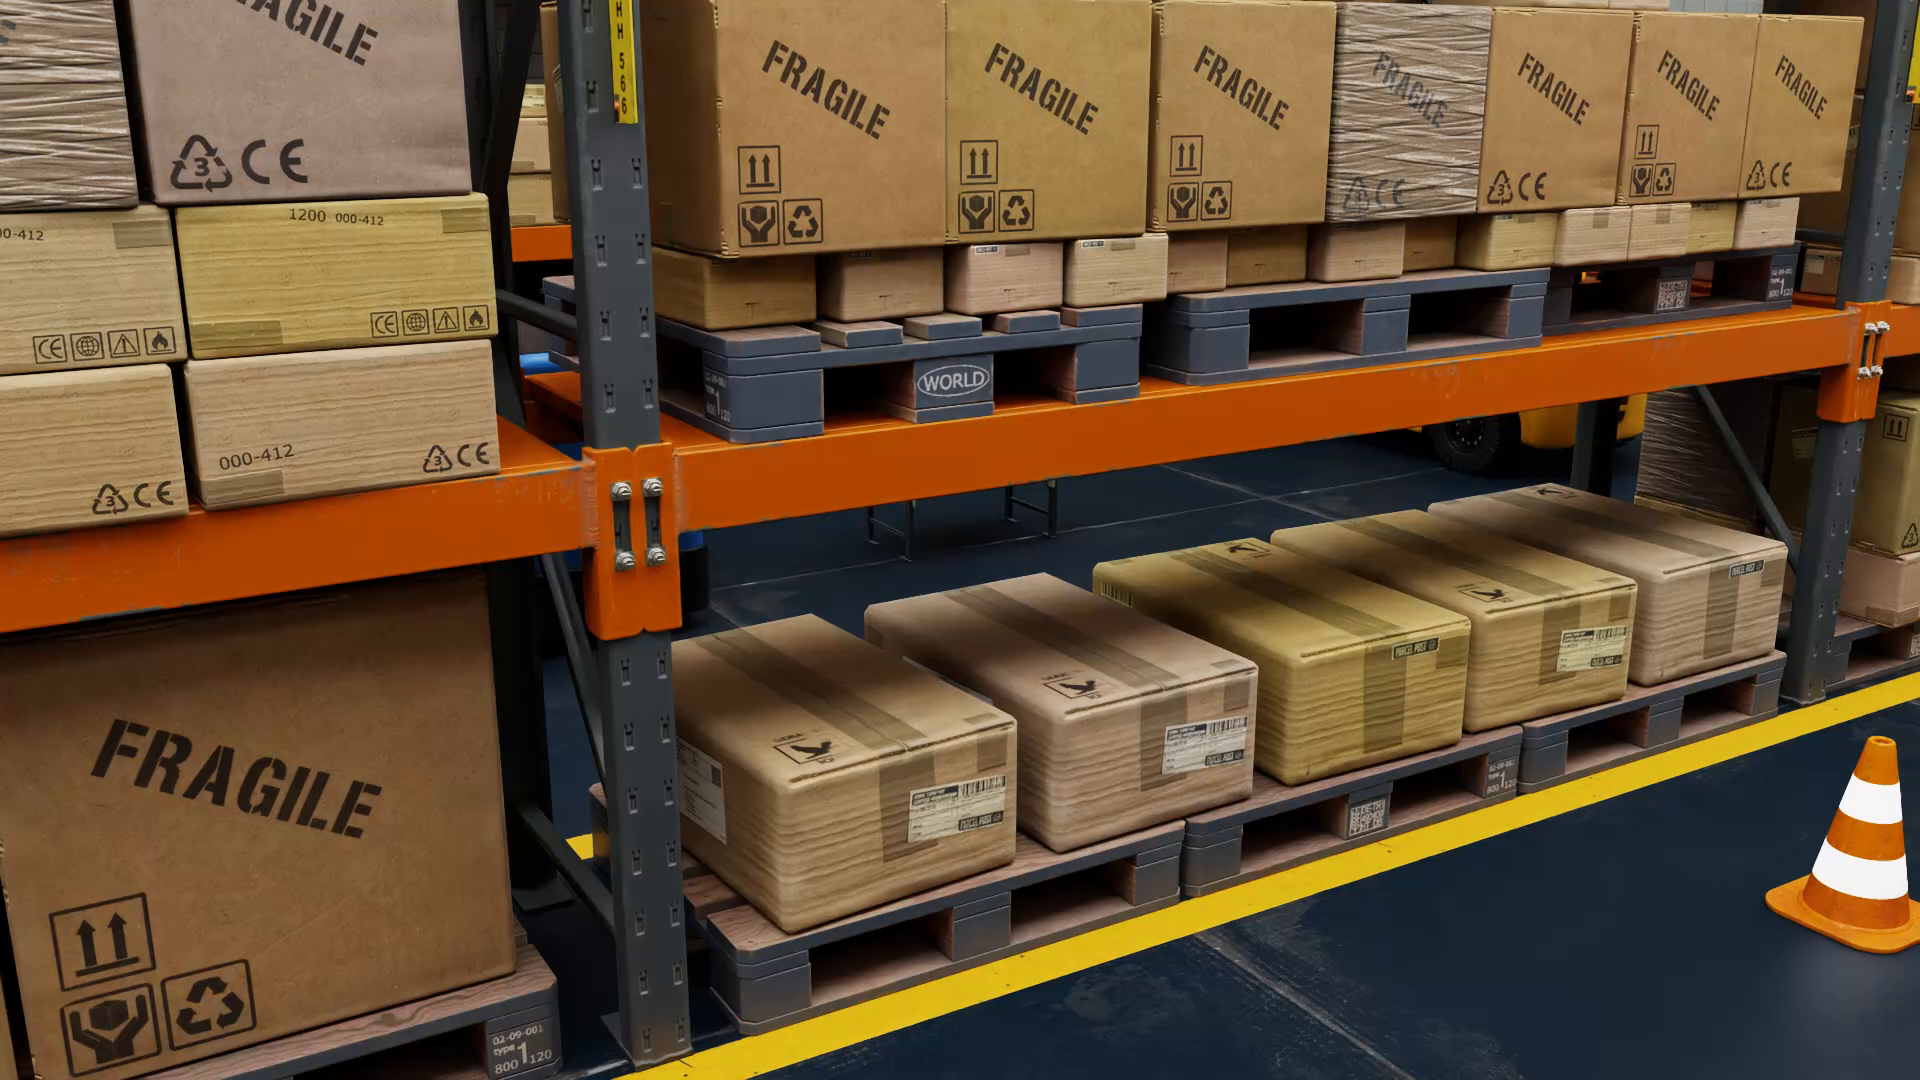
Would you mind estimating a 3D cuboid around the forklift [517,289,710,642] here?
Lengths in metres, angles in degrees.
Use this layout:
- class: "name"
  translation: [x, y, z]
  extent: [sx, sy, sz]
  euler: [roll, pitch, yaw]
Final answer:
- class: "forklift"
  translation: [-2.474, -1.000, 5.547]
  extent: [3.031, 2.935, 1.130]
  euler: [-9, 18, -30]

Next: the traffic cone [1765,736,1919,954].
- class: "traffic cone"
  translation: [2.211, 0.701, 4.051]
  extent: [0.334, 0.463, 0.336]
  euler: [-9, 18, -30]

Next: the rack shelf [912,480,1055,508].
- class: "rack shelf"
  translation: [0.006, -0.409, 7.299]
  extent: [0.720, 0.370, 0.431]
  euler: [-9, 18, -30]

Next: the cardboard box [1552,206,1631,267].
- class: "cardboard box"
  translation: [1.600, -0.850, 4.571]
  extent: [0.250, 0.149, 0.380]
  euler: [-9, 18, -29]

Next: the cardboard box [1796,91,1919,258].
- class: "cardboard box"
  translation: [3.074, -1.205, 5.414]
  extent: [0.500, 0.500, 0.500]
  euler: [-9, 18, -30]

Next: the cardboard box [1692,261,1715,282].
- class: "cardboard box"
  translation: [2.672, -1.011, 5.924]
  extent: [0.250, 0.149, 0.380]
  euler: [-9, 18, -30]

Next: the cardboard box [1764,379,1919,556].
- class: "cardboard box"
  translation: [3.198, -0.276, 5.762]
  extent: [0.500, 0.500, 0.500]
  euler: [-8, 18, -27]

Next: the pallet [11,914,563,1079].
- class: "pallet"
  translation: [-1.590, 0.974, 3.543]
  extent: [1.213, 0.211, 1.003]
  euler: [-9, 18, -30]

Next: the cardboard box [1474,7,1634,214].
- class: "cardboard box"
  translation: [1.405, -1.153, 4.453]
  extent: [0.500, 0.500, 0.500]
  euler: [-9, 18, -28]

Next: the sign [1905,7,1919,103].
- class: "sign"
  translation: [2.842, -1.446, 4.867]
  extent: [0.005, 0.325, 0.100]
  euler: [-9, 18, -30]

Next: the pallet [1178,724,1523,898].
- class: "pallet"
  translation: [0.840, 0.605, 4.860]
  extent: [1.213, 0.211, 1.003]
  euler: [-9, 18, -30]

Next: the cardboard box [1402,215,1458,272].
- class: "cardboard box"
  translation: [1.094, -0.811, 4.434]
  extent: [0.250, 0.149, 0.380]
  euler: [-10, 18, -32]

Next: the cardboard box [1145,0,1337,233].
- class: "cardboard box"
  translation: [0.524, -1.013, 3.951]
  extent: [0.500, 0.500, 0.500]
  euler: [-9, 18, -29]

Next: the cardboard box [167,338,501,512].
- class: "cardboard box"
  translation: [-1.175, -0.258, 3.051]
  extent: [0.500, 0.250, 0.500]
  euler: [-10, 18, -32]

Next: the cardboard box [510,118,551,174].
- class: "cardboard box"
  translation: [-2.041, -1.920, 8.054]
  extent: [0.500, 0.250, 0.500]
  euler: [-10, 18, -31]

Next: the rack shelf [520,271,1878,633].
- class: "rack shelf"
  translation: [0.839, -0.392, 4.585]
  extent: [4.000, 0.370, 1.077]
  euler: [-9, 18, -30]

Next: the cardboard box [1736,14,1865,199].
- class: "cardboard box"
  translation: [2.275, -1.293, 4.950]
  extent: [0.500, 0.500, 0.500]
  euler: [-10, 18, -31]

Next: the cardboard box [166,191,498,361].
- class: "cardboard box"
  translation: [-1.160, -0.503, 2.999]
  extent: [0.500, 0.250, 0.500]
  euler: [-9, 18, -30]

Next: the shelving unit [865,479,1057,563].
- class: "shelving unit"
  translation: [0.006, -0.723, 7.211]
  extent: [0.755, 1.500, 0.431]
  euler: [-9, 18, -30]

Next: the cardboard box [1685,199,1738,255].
- class: "cardboard box"
  translation: [2.019, -0.930, 4.857]
  extent: [0.250, 0.149, 0.380]
  euler: [-10, 18, -31]

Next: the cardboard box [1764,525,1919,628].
- class: "cardboard box"
  translation: [3.198, 0.086, 5.863]
  extent: [0.500, 0.250, 0.500]
  euler: [-10, 19, -32]

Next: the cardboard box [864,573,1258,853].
- class: "cardboard box"
  translation: [0.242, 0.422, 4.438]
  extent: [0.625, 0.372, 0.950]
  euler: [-10, 18, -31]

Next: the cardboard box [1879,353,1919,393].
- class: "cardboard box"
  translation: [3.336, -0.591, 5.687]
  extent: [0.250, 0.149, 0.380]
  euler: [-9, 18, -29]

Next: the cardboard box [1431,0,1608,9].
- class: "cardboard box"
  translation: [1.467, -1.464, 4.358]
  extent: [0.250, 0.149, 0.380]
  euler: [-10, 19, -32]

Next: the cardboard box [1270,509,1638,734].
- class: "cardboard box"
  translation: [1.490, 0.221, 5.156]
  extent: [0.625, 0.372, 0.950]
  euler: [-8, 18, -26]

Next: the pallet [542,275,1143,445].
- class: "pallet"
  translation: [-0.320, -0.492, 3.963]
  extent: [1.003, 0.211, 1.213]
  euler: [-9, 18, -30]

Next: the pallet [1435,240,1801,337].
- class: "pallet"
  translation: [1.823, -0.852, 5.246]
  extent: [1.213, 0.211, 1.003]
  euler: [-9, 18, -30]

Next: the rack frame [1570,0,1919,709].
- class: "rack frame"
  translation: [2.553, -1.017, 5.479]
  extent: [0.127, 3.000, 1.000]
  euler: [-9, 18, -30]

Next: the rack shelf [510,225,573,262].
- class: "rack shelf"
  translation: [-1.721, -1.540, 8.680]
  extent: [4.000, 0.370, 1.077]
  euler: [-9, 18, -30]

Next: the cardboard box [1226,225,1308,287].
- class: "cardboard box"
  translation: [0.651, -0.736, 4.166]
  extent: [0.250, 0.149, 0.380]
  euler: [-8, 18, -28]

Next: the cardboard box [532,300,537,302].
- class: "cardboard box"
  translation: [-2.337, -0.844, 8.483]
  extent: [0.625, 0.625, 0.875]
  euler: [-9, 18, -28]

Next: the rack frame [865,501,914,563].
- class: "rack frame"
  translation: [-0.308, -0.672, 7.029]
  extent: [0.023, 1.500, 0.400]
  euler: [-9, 18, -30]

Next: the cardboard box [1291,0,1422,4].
- class: "cardboard box"
  translation: [1.090, -1.564, 4.716]
  extent: [0.250, 0.149, 0.380]
  euler: [-8, 18, -27]

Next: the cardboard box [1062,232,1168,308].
- class: "cardboard box"
  translation: [0.263, -0.636, 3.810]
  extent: [0.250, 0.149, 0.380]
  euler: [-9, 18, -29]

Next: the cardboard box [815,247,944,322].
- class: "cardboard box"
  translation: [-0.242, -0.576, 3.593]
  extent: [0.250, 0.149, 0.380]
  euler: [-11, 19, -33]

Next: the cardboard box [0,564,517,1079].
- class: "cardboard box"
  translation: [-1.511, 0.437, 3.452]
  extent: [0.875, 0.875, 0.875]
  euler: [-9, 18, -30]

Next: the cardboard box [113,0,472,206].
- class: "cardboard box"
  translation: [-1.184, -0.858, 2.875]
  extent: [0.500, 0.500, 0.500]
  euler: [-10, 18, -31]

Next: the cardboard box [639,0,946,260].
- class: "cardboard box"
  translation: [-0.371, -0.863, 3.418]
  extent: [0.500, 0.500, 0.500]
  euler: [-10, 18, -31]
